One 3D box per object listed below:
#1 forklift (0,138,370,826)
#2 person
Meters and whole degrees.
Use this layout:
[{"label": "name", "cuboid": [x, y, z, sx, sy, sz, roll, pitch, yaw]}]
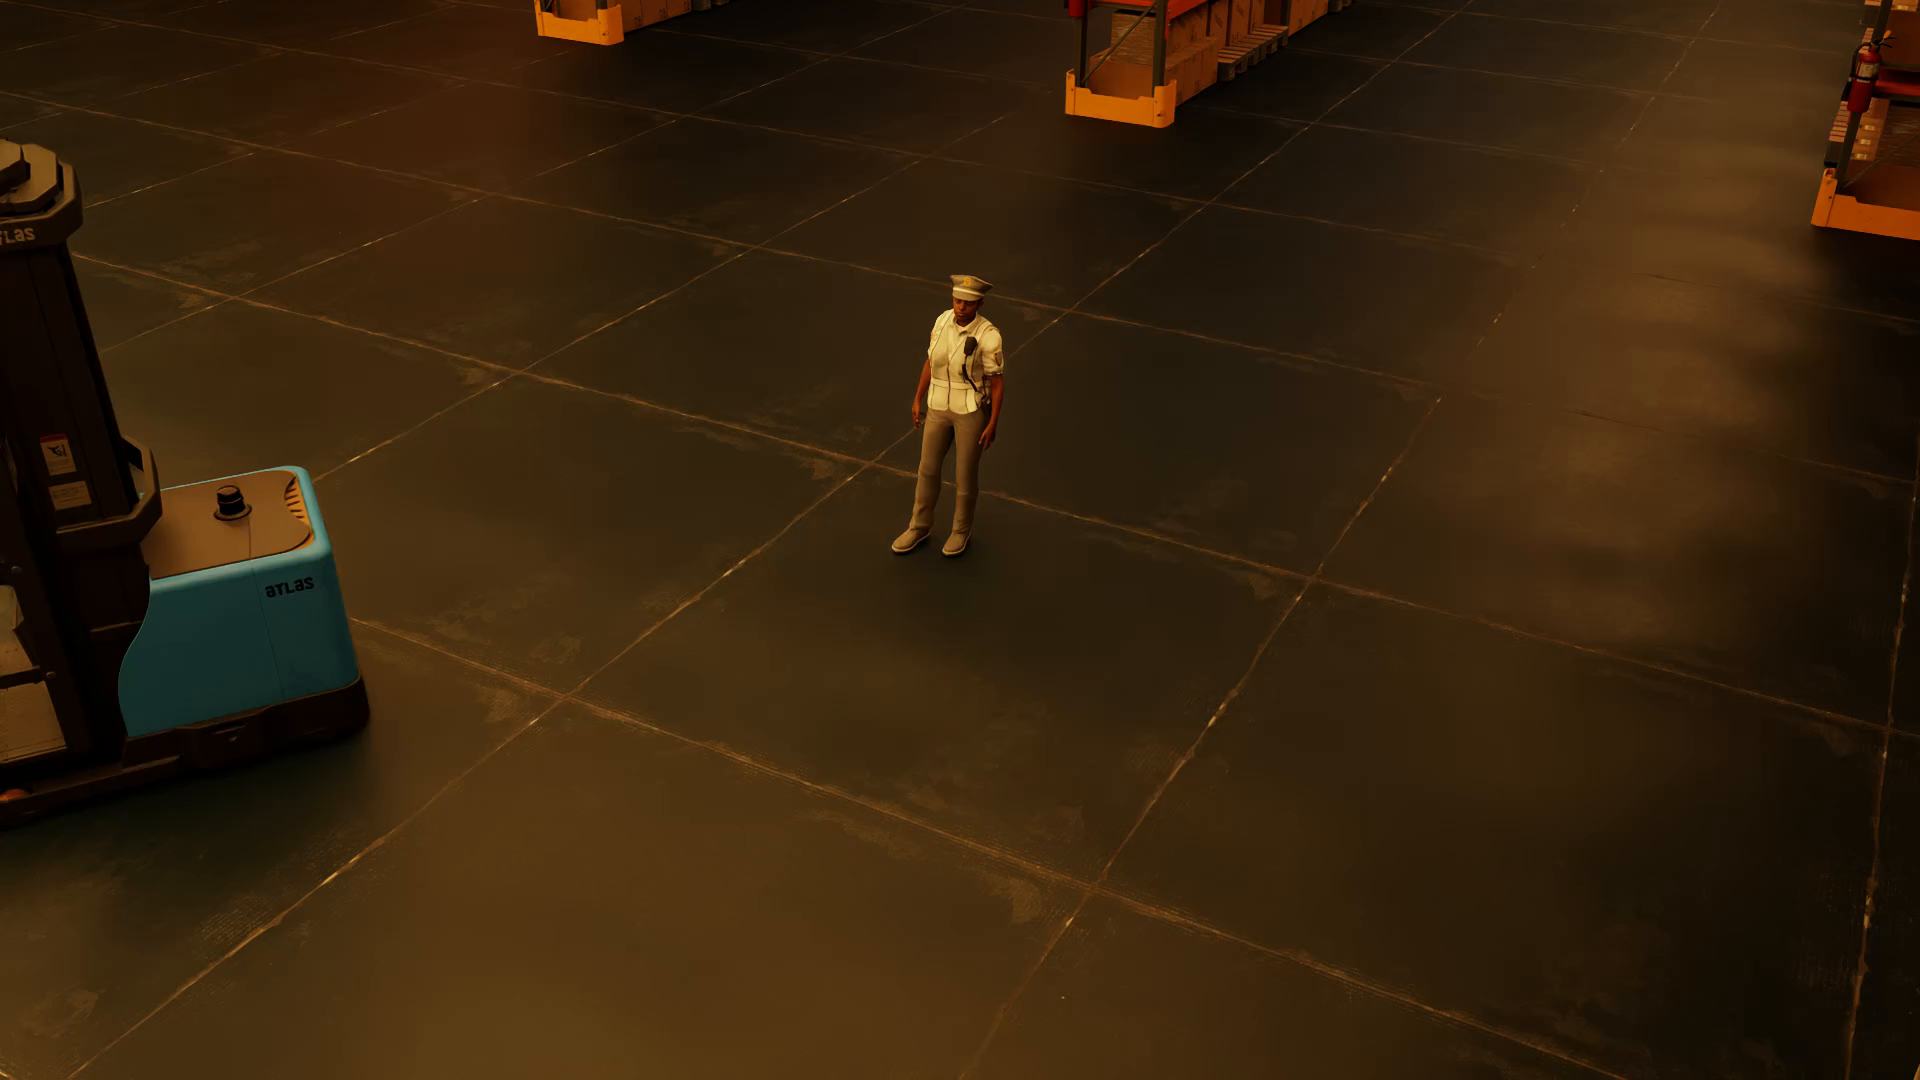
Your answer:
[{"label": "forklift", "cuboid": [-4.514, -0.205, 7.426, 3.031, 2.935, 1.130, -14, 33, -22]}, {"label": "person", "cuboid": [-0.054, -0.712, 9.528, 0.569, 1.695, 0.530, 15, 33, 25]}]
